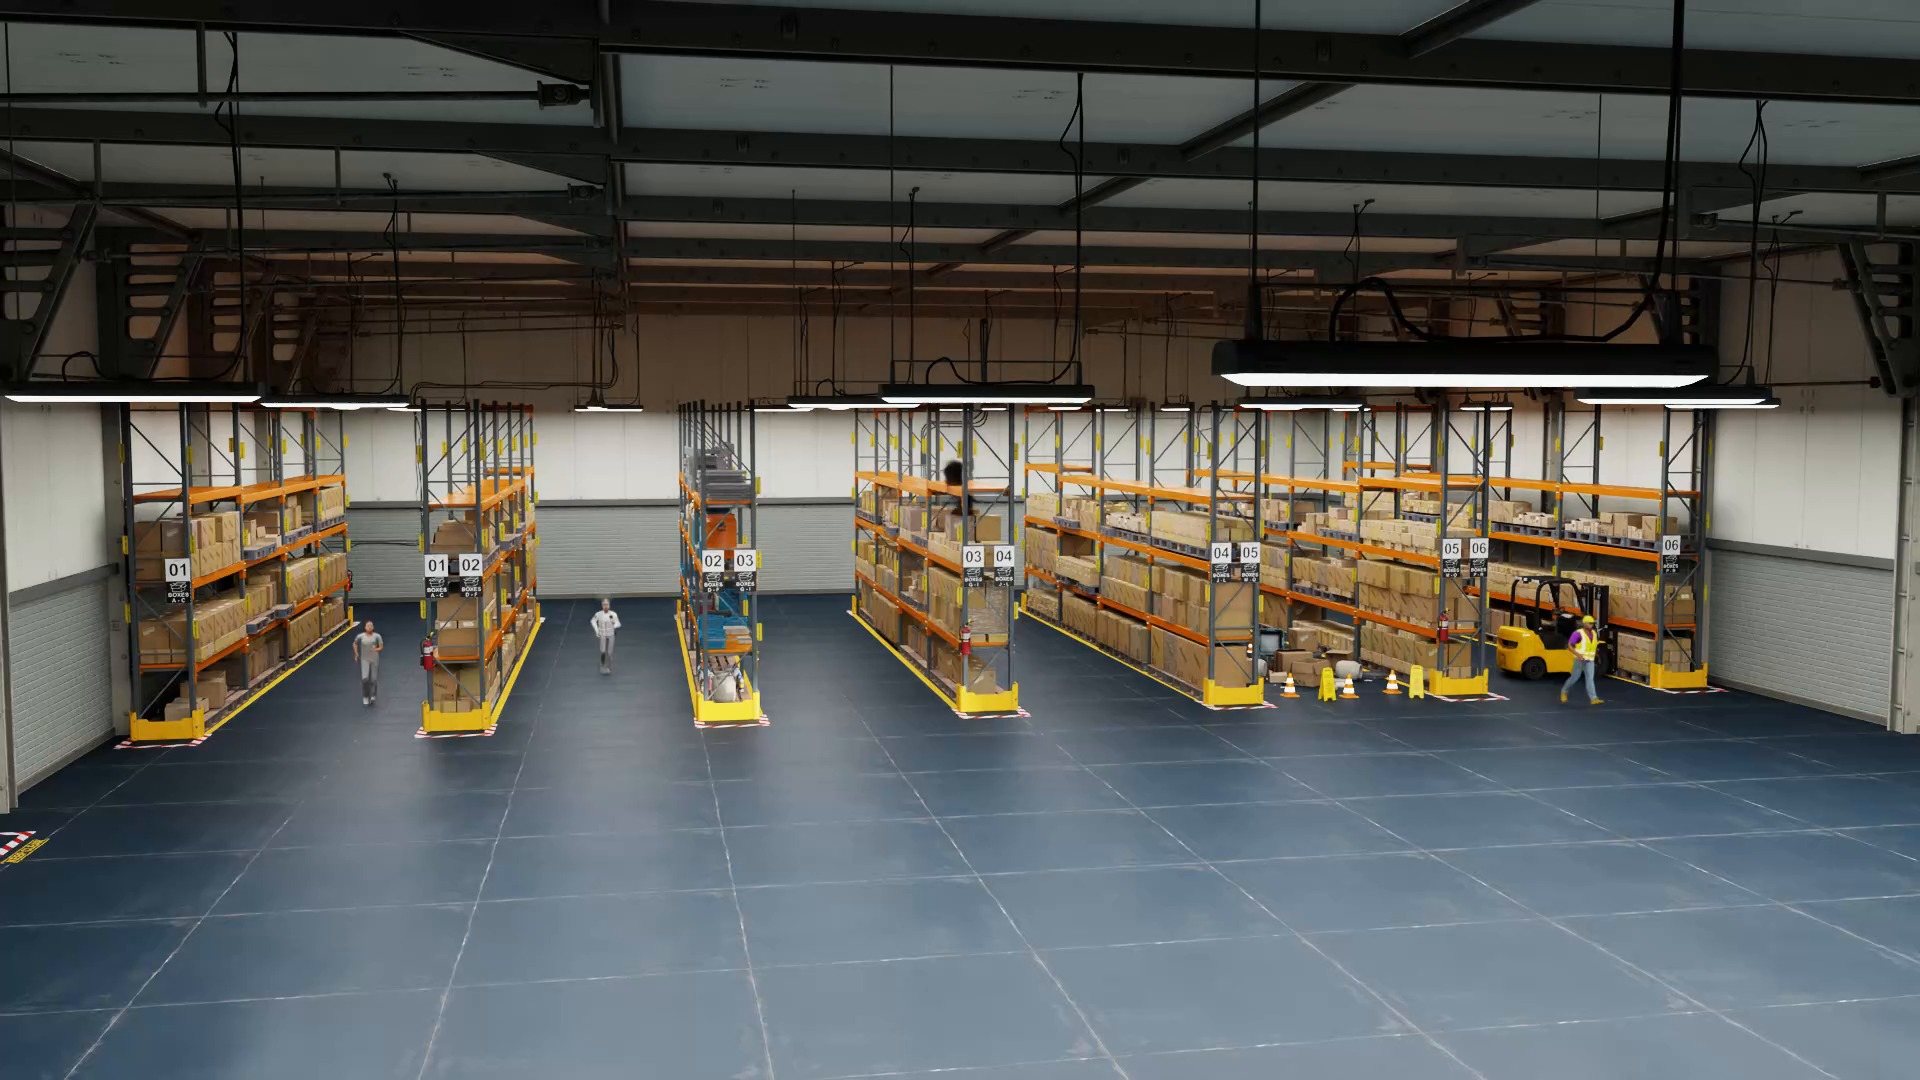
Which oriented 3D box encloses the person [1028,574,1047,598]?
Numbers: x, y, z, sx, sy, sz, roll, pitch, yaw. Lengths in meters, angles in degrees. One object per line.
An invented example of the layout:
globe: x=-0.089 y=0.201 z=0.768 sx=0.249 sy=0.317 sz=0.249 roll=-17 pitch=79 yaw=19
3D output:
person: x=2.330 y=1.046 z=50.044 sx=0.976 sy=1.756 sz=0.692 roll=-3 pitch=5 yaw=-31

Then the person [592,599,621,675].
person: x=-7.788 y=2.127 z=36.600 sx=0.629 sy=1.673 sz=0.639 roll=-1 pitch=4 yaw=-11

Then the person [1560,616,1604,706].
person: x=12.236 y=2.352 z=32.506 sx=0.742 sy=1.736 sz=1.087 roll=-1 pitch=5 yaw=-18

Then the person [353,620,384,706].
person: x=-11.649 y=2.416 z=32.770 sx=0.557 sy=1.689 sz=0.703 roll=-2 pitch=5 yaw=-21
